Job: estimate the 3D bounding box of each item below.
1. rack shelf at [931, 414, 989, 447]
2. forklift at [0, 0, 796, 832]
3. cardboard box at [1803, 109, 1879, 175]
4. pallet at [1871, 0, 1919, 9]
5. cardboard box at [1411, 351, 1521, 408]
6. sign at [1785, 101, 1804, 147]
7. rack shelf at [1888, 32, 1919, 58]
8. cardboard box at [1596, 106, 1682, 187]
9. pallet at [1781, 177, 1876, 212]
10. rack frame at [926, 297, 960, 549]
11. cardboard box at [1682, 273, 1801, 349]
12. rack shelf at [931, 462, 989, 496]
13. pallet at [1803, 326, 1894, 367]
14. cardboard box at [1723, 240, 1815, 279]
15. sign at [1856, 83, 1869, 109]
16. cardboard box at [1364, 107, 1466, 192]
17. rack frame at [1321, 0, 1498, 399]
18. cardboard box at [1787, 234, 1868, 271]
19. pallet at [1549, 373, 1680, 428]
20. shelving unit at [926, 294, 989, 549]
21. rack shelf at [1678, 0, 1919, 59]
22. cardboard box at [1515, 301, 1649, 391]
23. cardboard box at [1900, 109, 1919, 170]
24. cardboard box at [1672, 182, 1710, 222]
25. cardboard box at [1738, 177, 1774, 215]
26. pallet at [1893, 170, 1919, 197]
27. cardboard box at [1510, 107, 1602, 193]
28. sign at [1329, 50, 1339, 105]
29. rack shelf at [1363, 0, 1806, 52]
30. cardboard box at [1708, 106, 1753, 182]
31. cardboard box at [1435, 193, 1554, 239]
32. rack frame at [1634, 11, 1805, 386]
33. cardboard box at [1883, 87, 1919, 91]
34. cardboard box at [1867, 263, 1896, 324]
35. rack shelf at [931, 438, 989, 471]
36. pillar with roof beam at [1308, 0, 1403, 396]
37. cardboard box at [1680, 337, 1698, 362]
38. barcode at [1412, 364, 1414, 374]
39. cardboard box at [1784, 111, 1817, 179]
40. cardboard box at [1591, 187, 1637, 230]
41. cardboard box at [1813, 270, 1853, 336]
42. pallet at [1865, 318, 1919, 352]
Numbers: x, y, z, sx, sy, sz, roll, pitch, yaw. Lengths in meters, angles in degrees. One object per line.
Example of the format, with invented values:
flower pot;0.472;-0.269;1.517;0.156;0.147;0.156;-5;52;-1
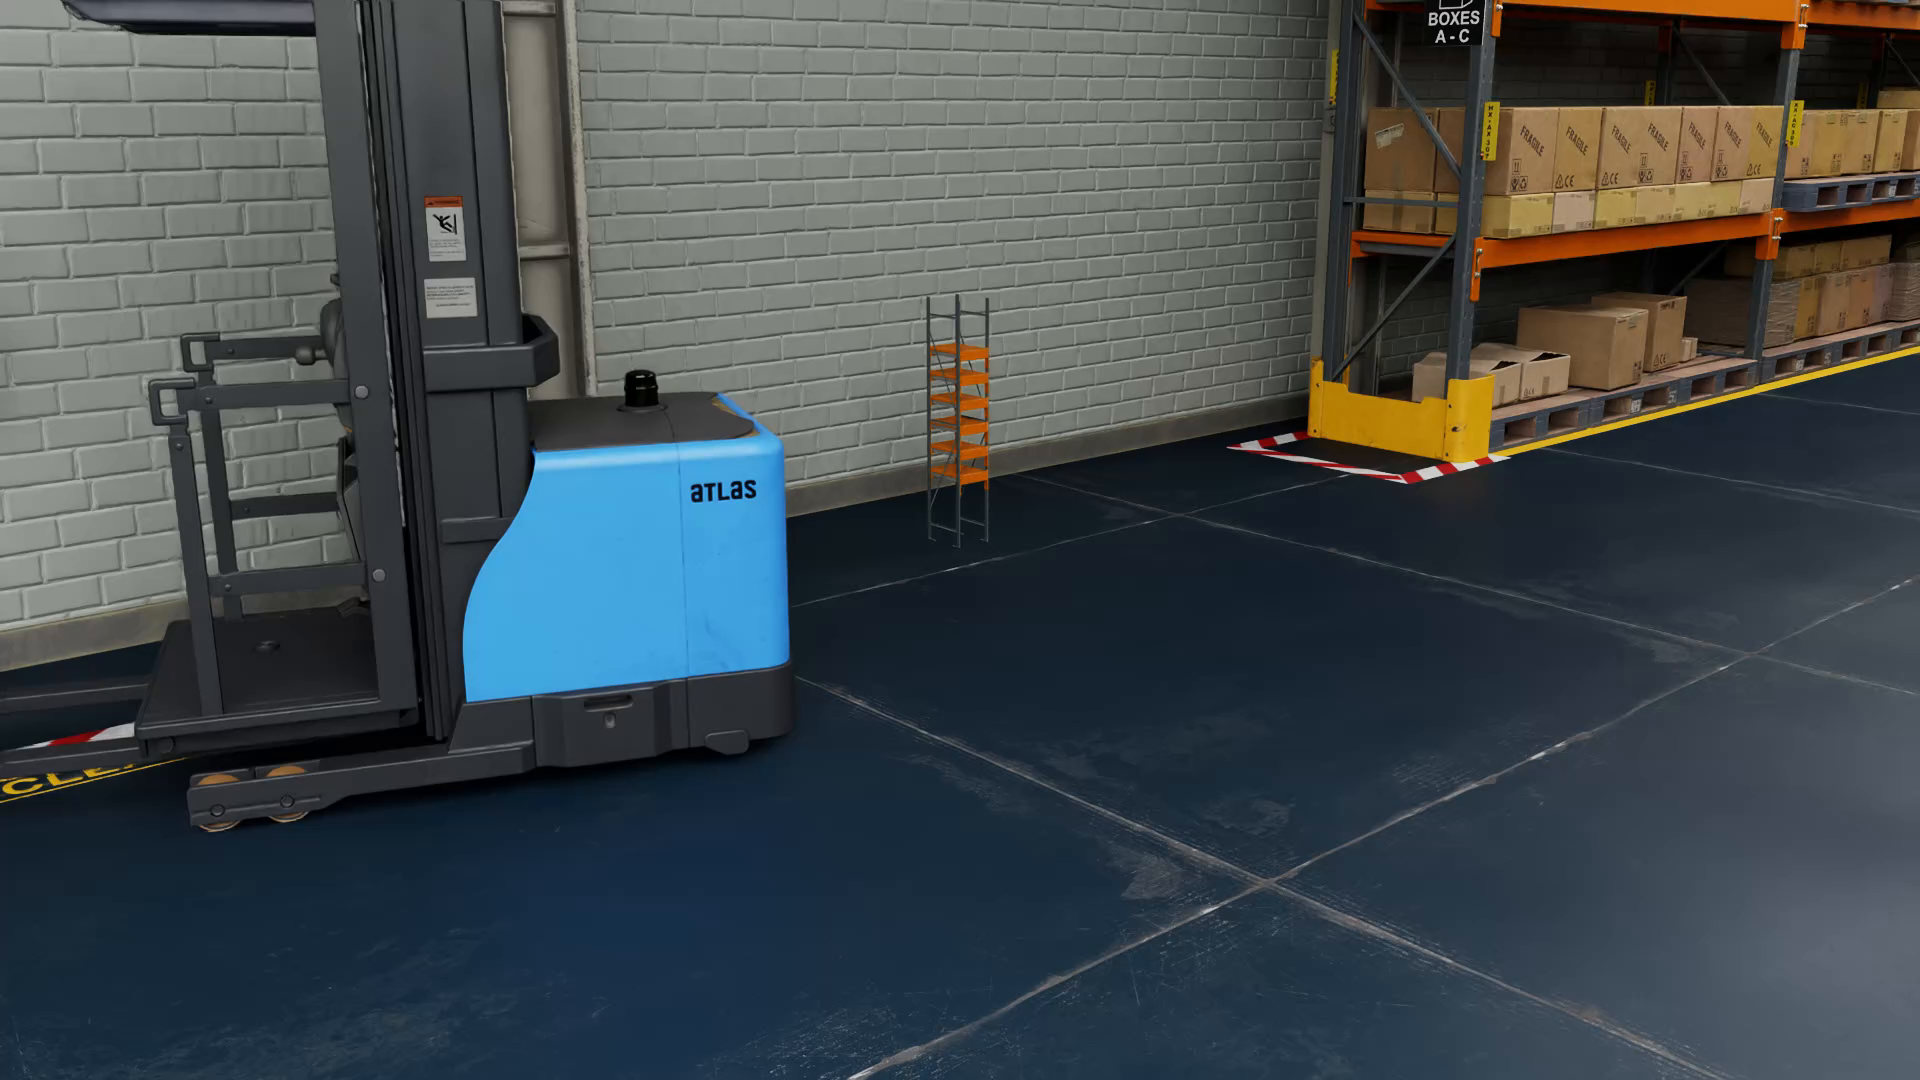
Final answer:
rack shelf;-0.011;-0.534;8.097;0.180;0.103;0.258;-13;19;-39
forklift;-2.129;-0.696;5.177;3.031;2.935;1.130;-5;16;-19
cardboard box;7.011;-3.263;13.608;0.500;0.500;0.700;-10;18;-32
pallet;7.018;-4.331;13.202;1.003;0.211;1.213;-13;19;-39
cardboard box;3.265;-1.048;10.717;0.500;0.311;0.500;13;20;41
sign;6.064;-3.026;12.088;0.005;0.325;0.100;-13;19;-39
rack shelf;10.228;-4.830;16.101;4.000;0.370;1.077;-13;19;-39
cardboard box;4.397;-2.614;11.023;0.500;0.500;0.500;-12;19;-38
pallet;6.374;-2.720;12.994;1.213;0.211;1.003;-13;19;-39
rack frame;-0.080;-0.562;8.028;0.006;1.200;0.240;-13;19;-39
cardboard box;6.246;-1.845;13.335;0.500;0.500;0.700;-12;19;-38
rack shelf;-0.011;-0.302;8.159;0.180;0.103;0.258;-13;19;-39
pallet;7.209;-1.705;14.223;1.213;0.211;1.003;-13;19;-39
cardboard box;6.576;-2.282;13.520;0.500;0.250;0.500;-13;20;-41
sign;8.352;-4.056;15.380;0.005;0.325;0.100;-13;19;-39
cardboard box;2.900;-2.455;10.428;0.500;0.500;0.500;-13;20;-40
rack frame;2.684;-2.034;10.054;0.127;3.000;1.000;-13;19;-39
cardboard box;7.354;-2.452;14.156;0.500;0.250;0.500;-13;20;-40
pallet;4.297;-1.036;11.721;1.213;0.211;1.003;-13;19;-39
shelving unit;-0.011;-0.577;8.086;0.189;1.200;0.258;-13;19;-39
rack shelf;7.210;-4.152;13.565;4.000;0.370;1.077;-13;19;-39
cardboard box;4.282;-1.350;11.483;0.500;0.500;0.700;-14;21;-43
cardboard box;7.967;-3.469;14.378;0.700;0.500;0.500;14;20;42
cardboard box;4.793;-2.339;11.446;0.500;0.250;0.500;-13;20;-40
cardboard box;5.543;-2.510;12.086;0.500;0.250;0.500;-13;19;-39
pallet;8.252;-3.155;14.622;1.003;0.211;1.213;-13;19;-39
cardboard box;3.621;-2.438;10.364;0.500;0.500;0.500;-13;19;-39
sign;2.335;-2.858;10.281;0.005;0.325;0.100;-13;19;-39
rack shelf;4.193;-3.475;11.028;4.000;0.370;1.077;-13;19;-39
cardboard box;5.175;-2.786;11.665;0.500;0.500;0.500;-13;20;-40
cardboard box;3.261;-1.992;10.149;0.500;0.250;0.500;-13;20;-41
rack frame;5.702;-2.712;12.591;0.127;3.000;1.000;-13;19;-39
cardboard box;8.891;-4.081;15.453;0.500;0.250;0.500;-12;19;-38
cardboard box;7.745;-2.198;14.657;0.500;0.500;0.700;-13;20;-39
rack shelf;-0.011;-0.418;8.128;0.180;0.103;0.258;-13;19;-39
pillar with roof beam;5.470;-4.382;7.216;0.400;9.000;9.100;-13;19;-39
cardboard box;5.318;-1.459;12.538;0.380;0.166;0.250;13;20;40
barcode;3.016;-1.133;11.019;0.075;0.075;0.001;-13;19;-39
cardboard box;6.108;-3.052;12.819;0.500;0.500;0.700;-13;19;-39
cardboard box;4.031;-2.168;10.807;0.500;0.250;0.500;-13;20;-40
cardboard box;7.014;-2.021;13.994;0.500;0.500;0.700;-12;19;-39
pallet;8.129;-1.910;14.993;1.213;0.211;1.003;-13;19;-39
